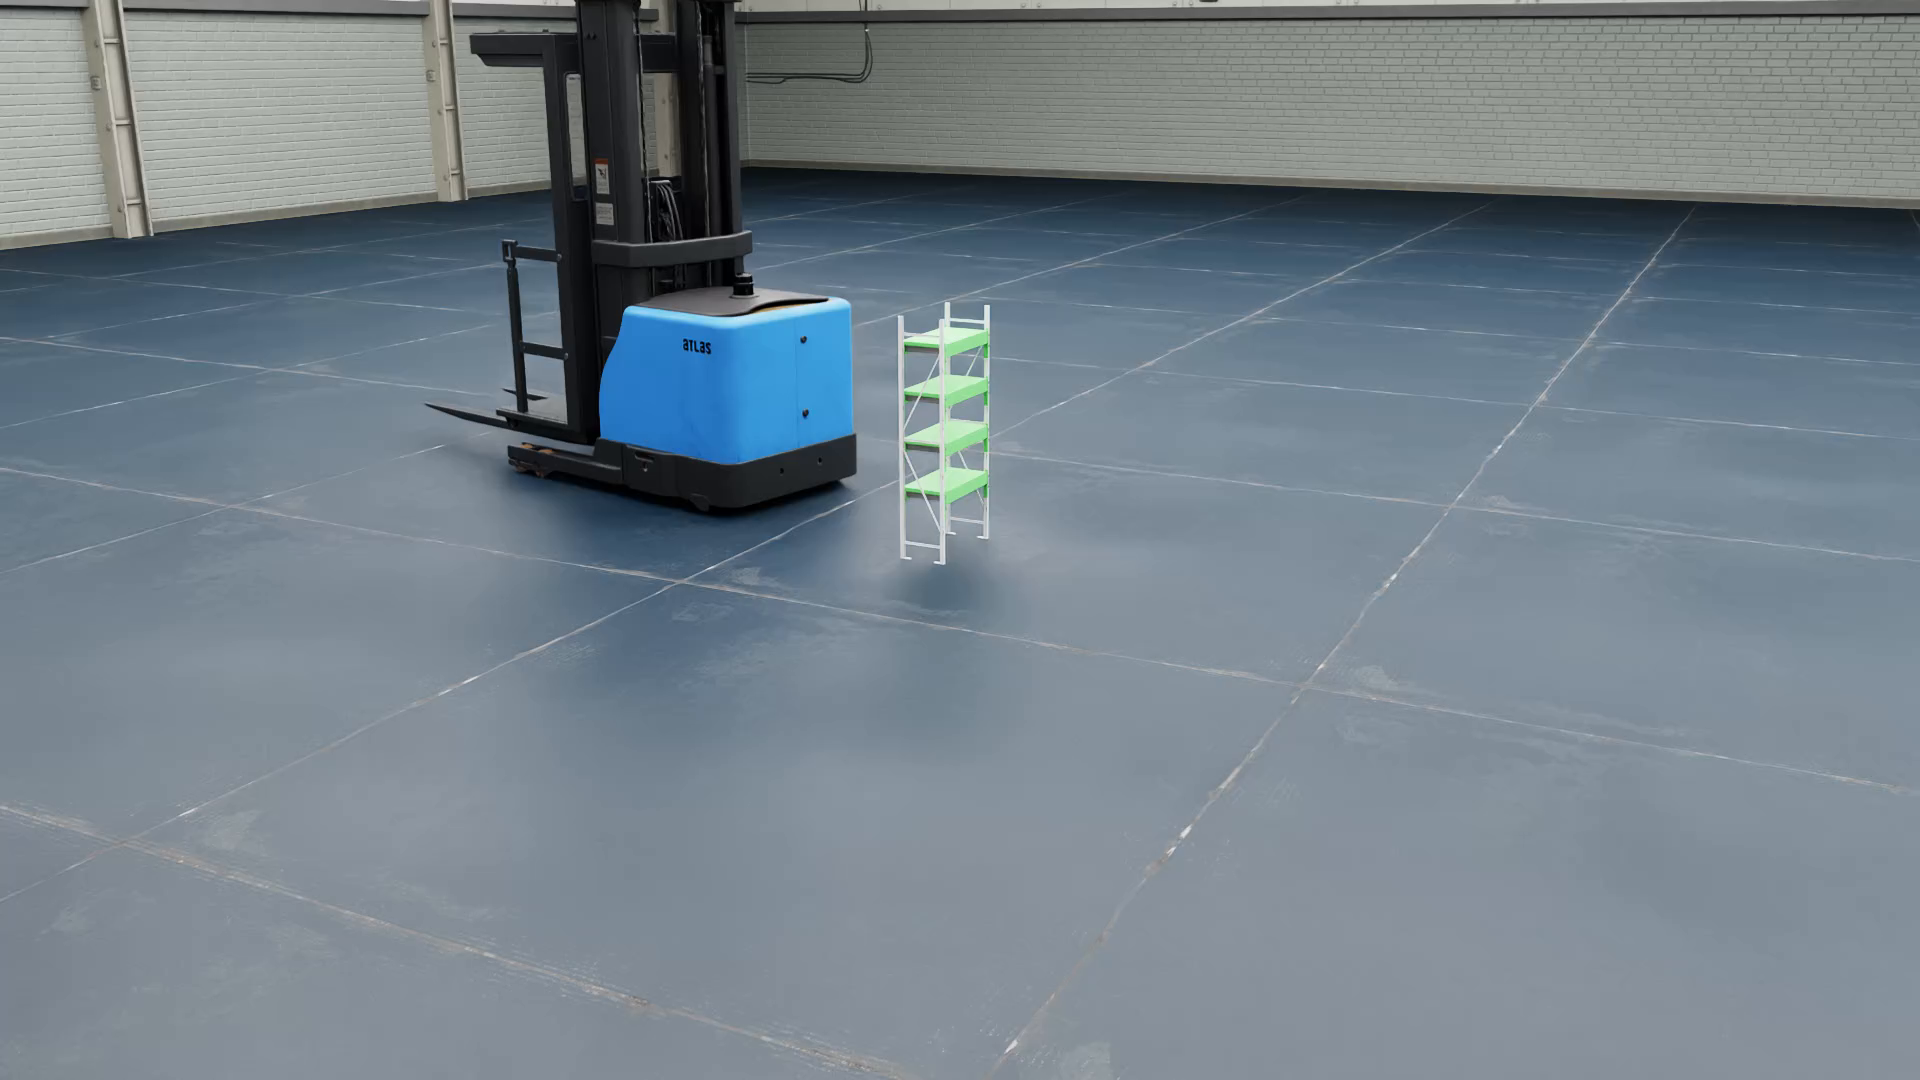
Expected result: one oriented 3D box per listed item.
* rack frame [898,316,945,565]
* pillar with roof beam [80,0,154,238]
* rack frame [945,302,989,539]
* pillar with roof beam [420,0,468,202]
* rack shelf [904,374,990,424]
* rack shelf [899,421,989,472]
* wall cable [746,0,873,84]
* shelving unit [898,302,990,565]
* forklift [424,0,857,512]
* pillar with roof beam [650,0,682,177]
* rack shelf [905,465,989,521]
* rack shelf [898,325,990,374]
[{"bbox_3d":[-0.183,-0.471,8.002,0.240,1.200,0.015,8,18,25],"label":"rack frame"},{"bbox_3d":[-7.151,-7.807,19.006,9.100,9.000,0.400,8,18,25],"label":"pillar with roof beam"},{"bbox_3d":[0.035,-0.595,8.421,0.240,1.200,0.015,8,18,25],"label":"rack frame"},{"bbox_3d":[-4.470,-9.336,24.151,9.100,9.000,0.400,8,18,25],"label":"pillar with roof beam"},{"bbox_3d":[-0.074,-0.702,8.161,0.258,0.148,0.480,8,18,25],"label":"rack shelf"},{"bbox_3d":[-0.074,-0.472,8.230,0.258,0.148,0.480,8,18,25],"label":"rack shelf"},{"bbox_3d":[-3.141,-10.505,33.543,3.097,2.526,0.112,8,18,25],"label":"wall cable"},{"bbox_3d":[-0.074,-0.533,8.212,0.258,1.200,0.503,8,18,25],"label":"shelving unit"},{"bbox_3d":[-2.061,-1.878,9.699,3.031,2.935,1.130,13,21,37],"label":"forklift"},{"bbox_3d":[-1.789,-10.864,29.297,9.100,9.000,0.400,8,18,25],"label":"pillar with roof beam"},{"bbox_3d":[-0.074,-0.242,8.298,0.258,0.148,0.480,8,18,25],"label":"rack shelf"},{"bbox_3d":[-0.074,-0.932,8.093,0.258,0.148,0.480,8,18,25],"label":"rack shelf"}]
